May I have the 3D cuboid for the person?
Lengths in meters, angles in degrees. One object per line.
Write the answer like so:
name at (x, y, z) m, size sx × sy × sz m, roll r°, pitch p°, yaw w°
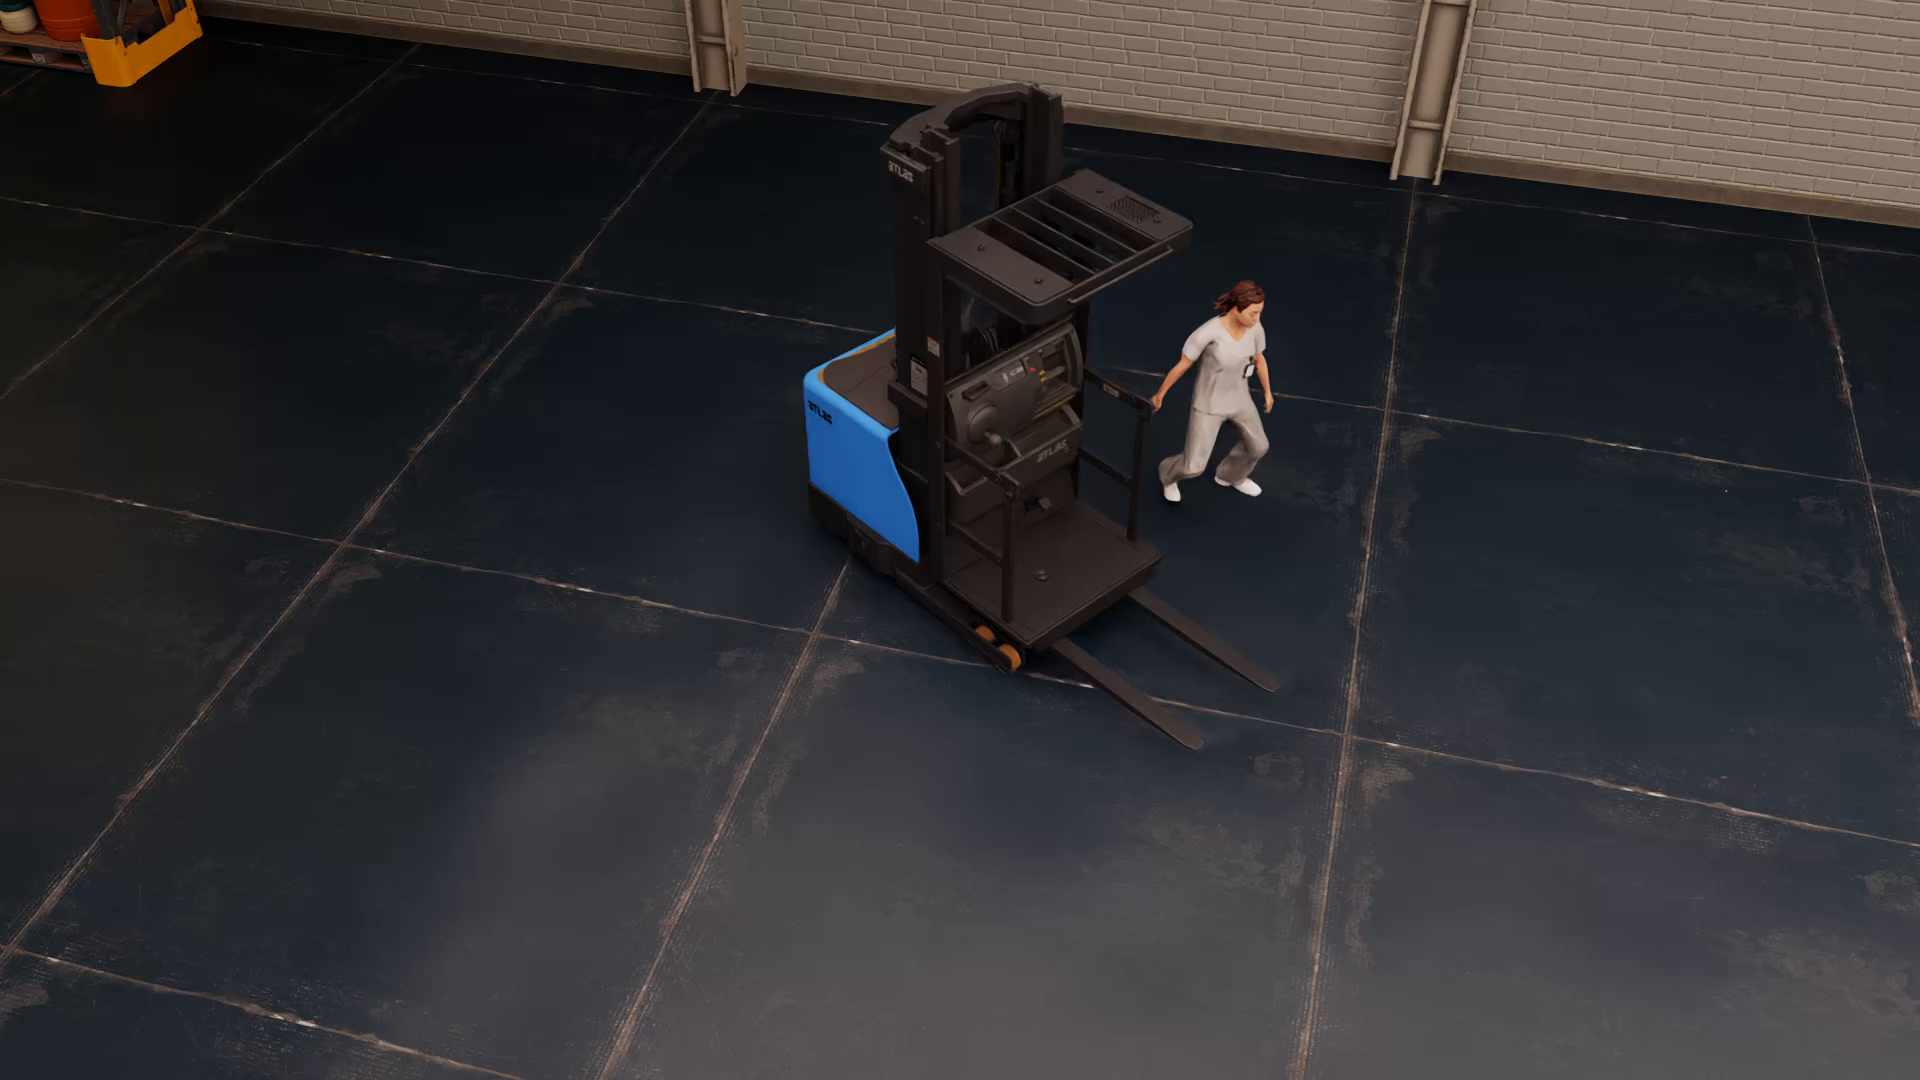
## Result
person at (1.495, -0.857, 9.868) m, size 0.781 × 1.591 × 0.484 m, roll -12°, pitch 43°, yaw -14°

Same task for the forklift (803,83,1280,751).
forklift at (0.442, -0.743, 8.709) m, size 1.130 × 2.935 × 3.031 m, roll -31°, pitch 50°, yaw -30°
